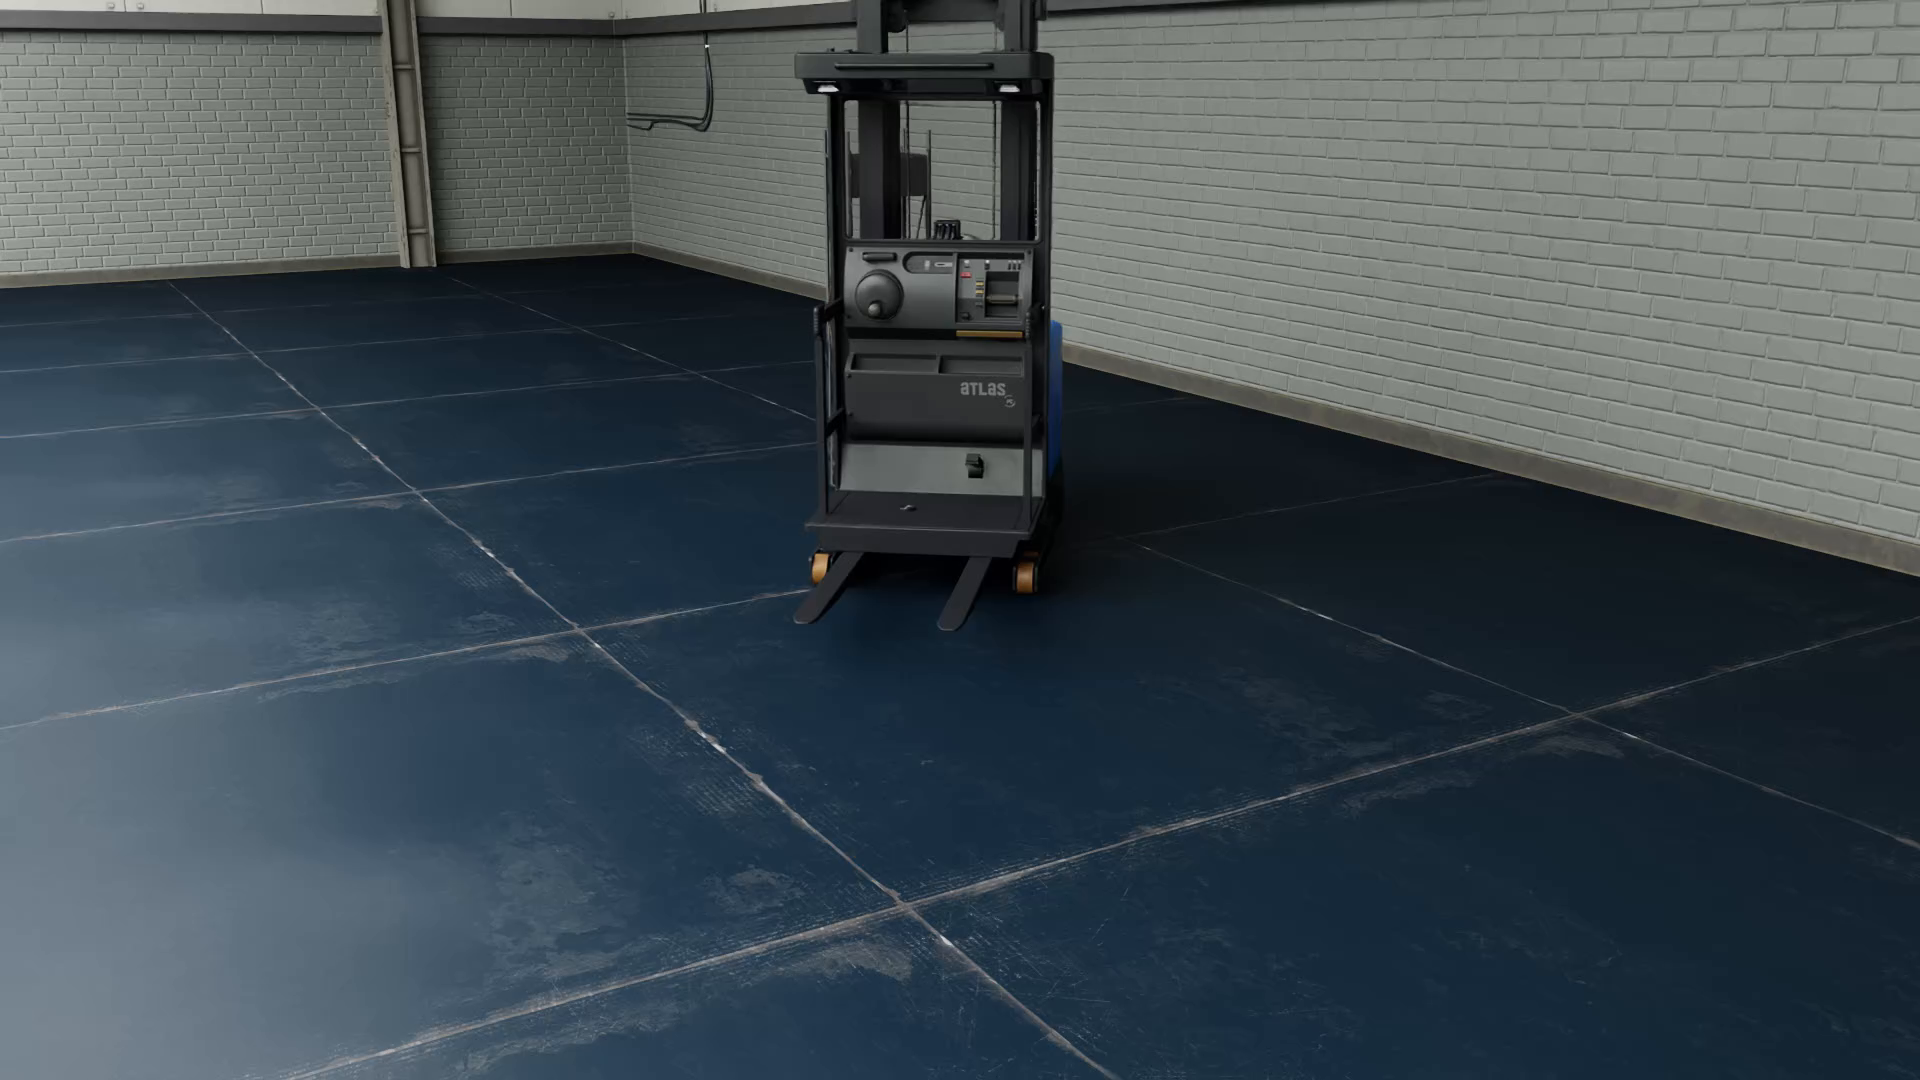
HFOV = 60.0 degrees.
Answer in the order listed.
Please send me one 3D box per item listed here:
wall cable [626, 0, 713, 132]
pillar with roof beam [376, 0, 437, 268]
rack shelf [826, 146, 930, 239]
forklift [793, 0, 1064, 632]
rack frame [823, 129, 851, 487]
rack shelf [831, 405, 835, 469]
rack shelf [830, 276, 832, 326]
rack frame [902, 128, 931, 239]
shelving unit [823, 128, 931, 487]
[{"bbox_3d":[-3.824,-6.498,21.173,0.112,2.526,3.097,-9,18,-30],"label":"wall cable"},{"bbox_3d":[-4.813,-6.894,16.831,0.400,9.000,9.100,-9,18,-30],"label":"pillar with roof beam"},{"bbox_3d":[-0.475,-1.987,9.564,0.480,0.518,0.431,-7,17,-23],"label":"rack shelf"},{"bbox_3d":[-0.132,-1.247,7.927,1.130,2.935,3.031,2,16,8],"label":"forklift"},{"bbox_3d":[-0.697,-1.299,9.652,0.015,2.100,0.400,-7,17,-23],"label":"rack frame"},{"bbox_3d":[-0.475,-0.639,9.942,0.480,0.518,0.431,-7,17,-23],"label":"rack shelf"},{"bbox_3d":[-0.475,-1.313,9.753,0.480,0.518,0.431,-7,17,-23],"label":"rack shelf"},{"bbox_3d":[-0.253,-1.353,9.846,0.015,2.100,0.400,-7,17,-23],"label":"rack frame"},{"bbox_3d":[-0.475,-1.326,9.749,0.503,2.100,0.431,-7,17,-23],"label":"shelving unit"}]
